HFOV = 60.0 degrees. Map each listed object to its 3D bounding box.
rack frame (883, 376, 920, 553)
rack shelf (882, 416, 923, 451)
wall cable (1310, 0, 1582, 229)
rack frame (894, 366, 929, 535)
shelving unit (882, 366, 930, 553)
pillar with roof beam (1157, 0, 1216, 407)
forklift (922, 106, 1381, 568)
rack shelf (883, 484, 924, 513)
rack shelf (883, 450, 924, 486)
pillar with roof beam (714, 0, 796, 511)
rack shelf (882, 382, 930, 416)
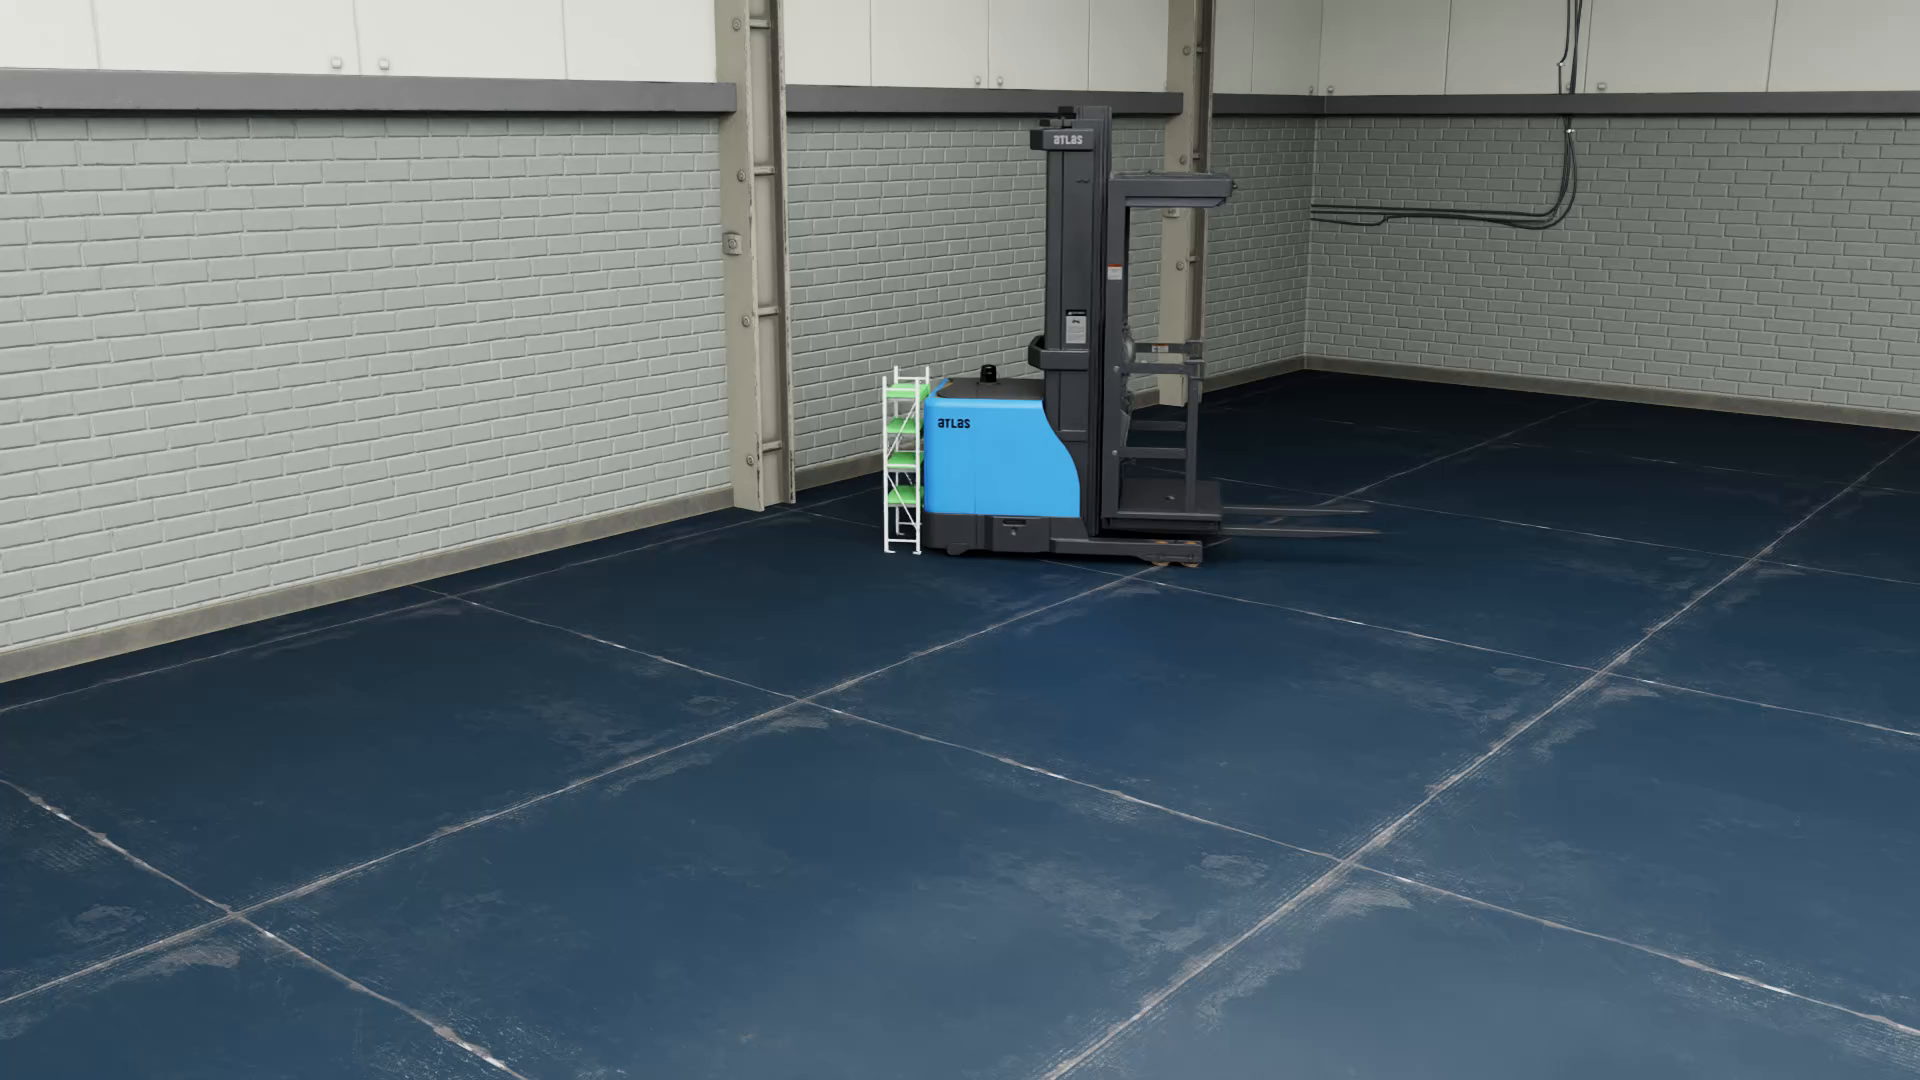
[{"bbox_3d":[-0.392,-0.497,11.143,0.240,1.200,0.015,2,14,7],"label":"rack frame"},{"bbox_3d":[-0.363,-0.728,11.335,0.258,0.148,0.480,2,14,7],"label":"rack shelf"},{"bbox_3d":[5.152,-4.640,17.918,3.097,2.526,0.112,11,18,38],"label":"wall cable"},{"bbox_3d":[-0.334,-0.617,11.613,0.240,1.200,0.015,2,14,7],"label":"rack frame"},{"bbox_3d":[-0.363,-0.557,11.378,0.258,1.200,0.503,2,14,7],"label":"shelving unit"},{"bbox_3d":[5.620,-5.119,13.498,9.100,9.000,0.400,11,18,38],"label":"pillar with roof beam"},{"bbox_3d":[1.301,-1.379,11.099,3.031,2.935,1.130,2,14,7],"label":"forklift"},{"bbox_3d":[-0.363,-0.262,11.453,0.258,0.148,0.480,2,14,7],"label":"rack shelf"},{"bbox_3d":[-0.363,-0.495,11.394,0.258,0.148,0.480,2,14,7],"label":"rack shelf"},{"bbox_3d":[1.849,-3.970,8.975,9.100,9.000,0.400,11,18,38],"label":"pillar with roof beam"},{"bbox_3d":[-0.363,-0.960,11.276,0.258,0.148,0.480,2,14,7],"label":"rack shelf"}]
